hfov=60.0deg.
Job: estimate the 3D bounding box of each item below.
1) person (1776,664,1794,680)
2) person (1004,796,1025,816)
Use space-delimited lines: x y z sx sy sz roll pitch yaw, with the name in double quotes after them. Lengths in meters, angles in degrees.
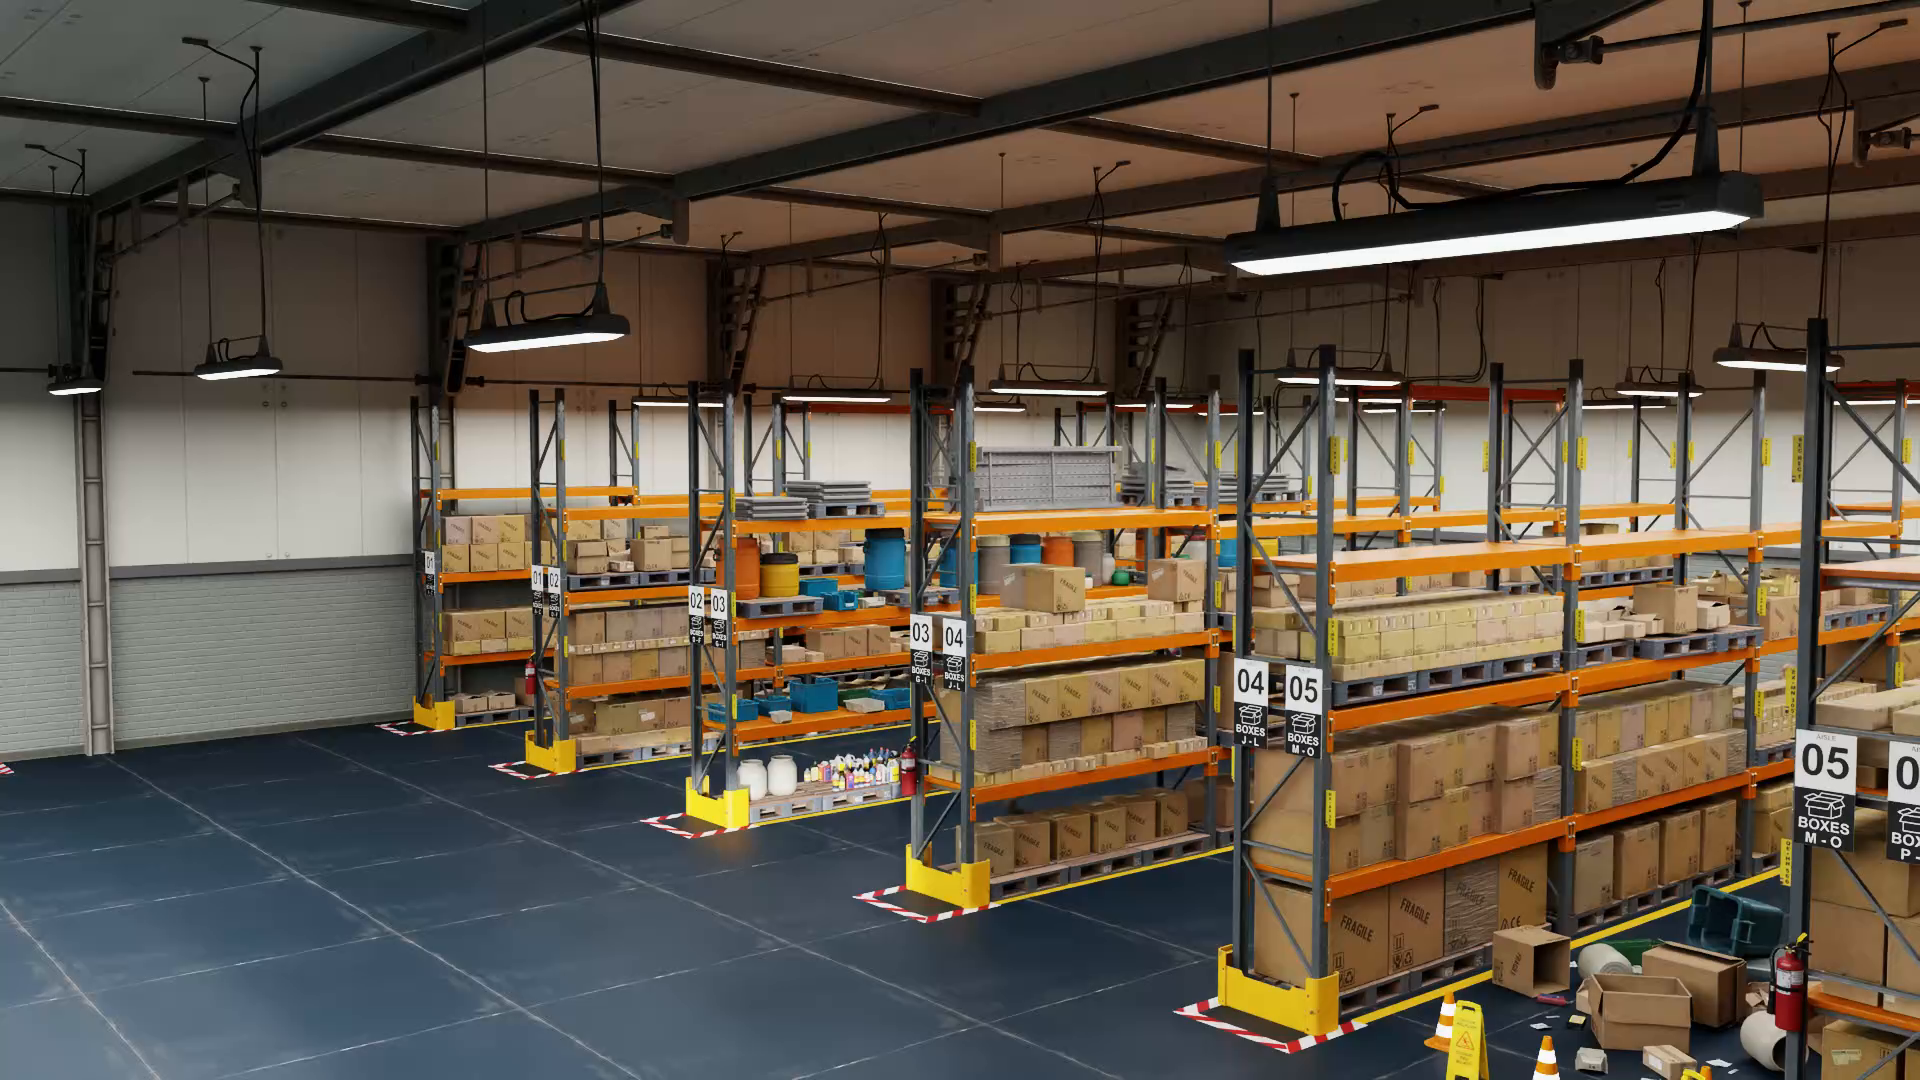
12.596 2.784 25.348 0.940 1.814 0.710 -3 4 -37 "person"
0.675 3.078 21.485 0.572 1.618 0.563 -3 5 -43 "person"
